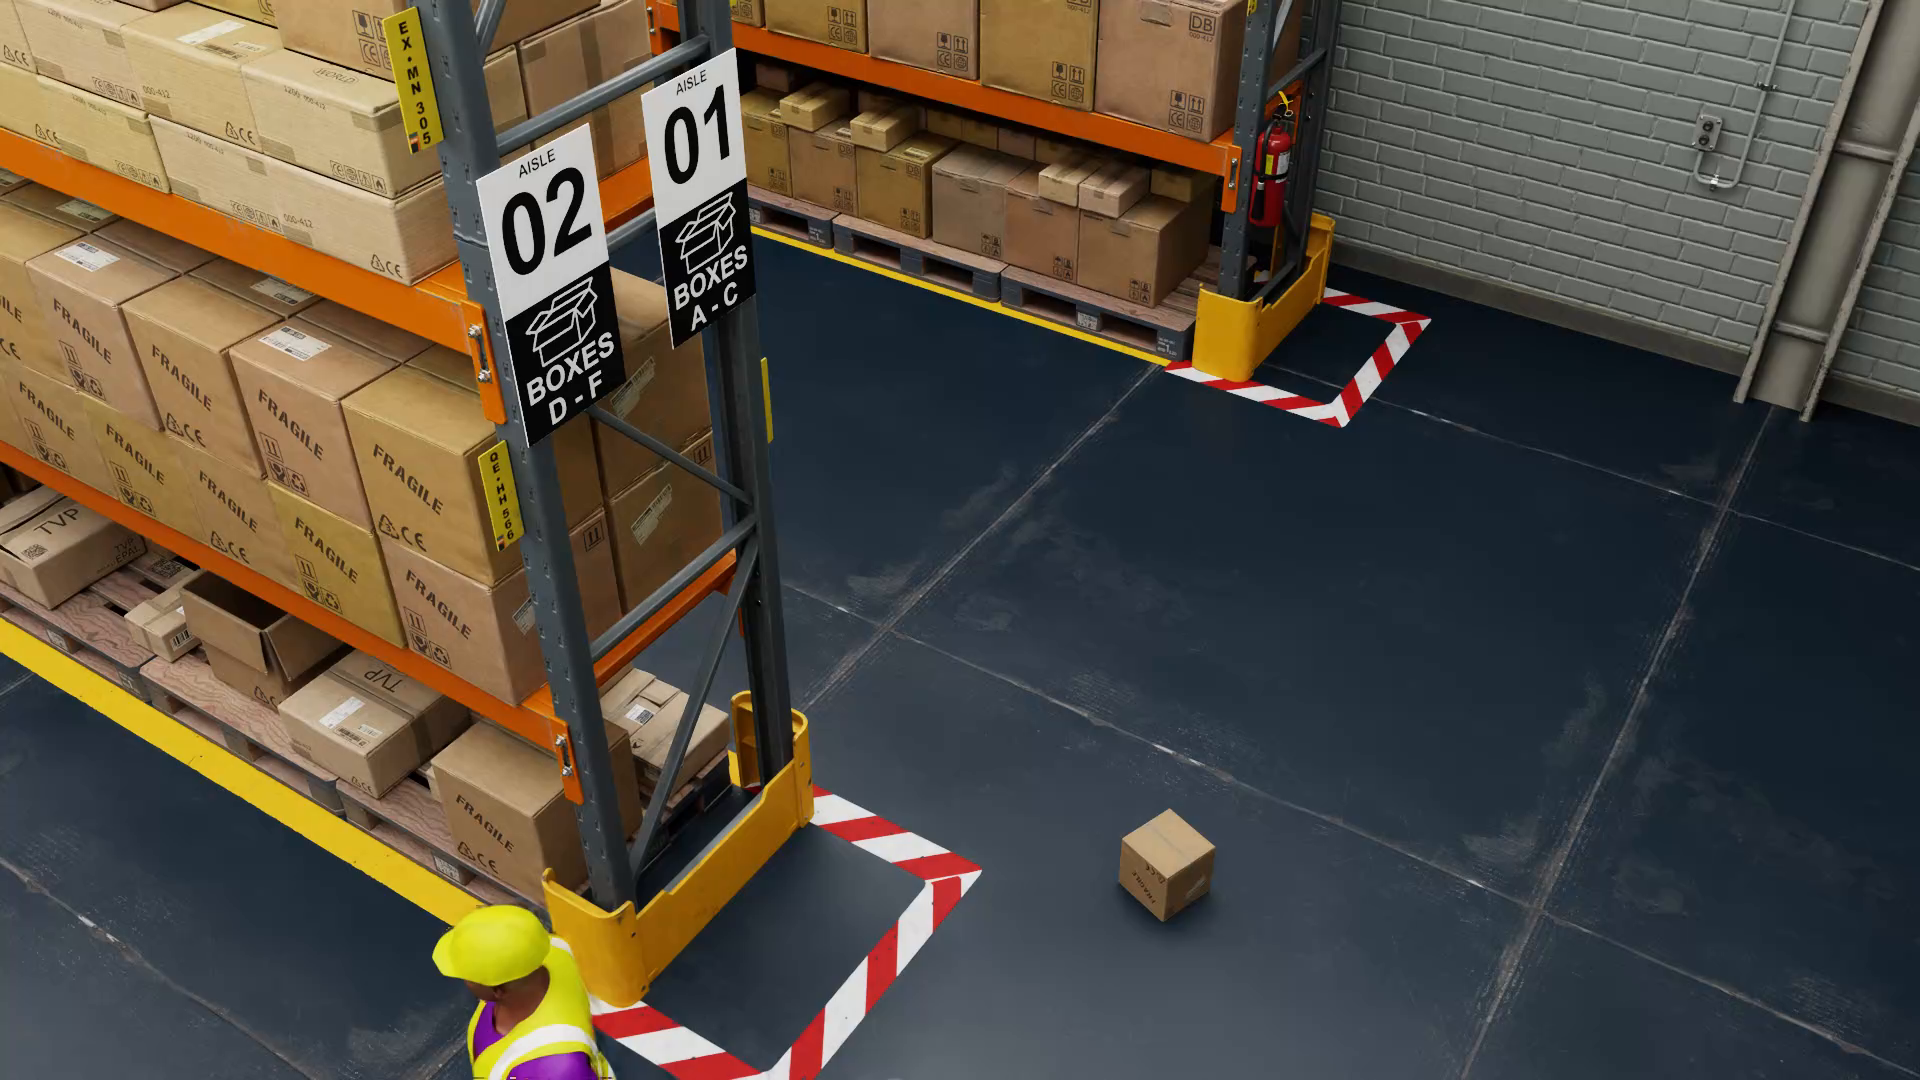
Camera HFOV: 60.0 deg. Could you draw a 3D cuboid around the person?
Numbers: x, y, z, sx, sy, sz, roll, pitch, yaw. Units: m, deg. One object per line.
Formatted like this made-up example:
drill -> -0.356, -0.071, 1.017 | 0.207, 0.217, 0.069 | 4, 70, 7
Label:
person -> -1.182, 1.641, 4.568 | 0.986, 1.711, 0.631 | -9, 39, -11
